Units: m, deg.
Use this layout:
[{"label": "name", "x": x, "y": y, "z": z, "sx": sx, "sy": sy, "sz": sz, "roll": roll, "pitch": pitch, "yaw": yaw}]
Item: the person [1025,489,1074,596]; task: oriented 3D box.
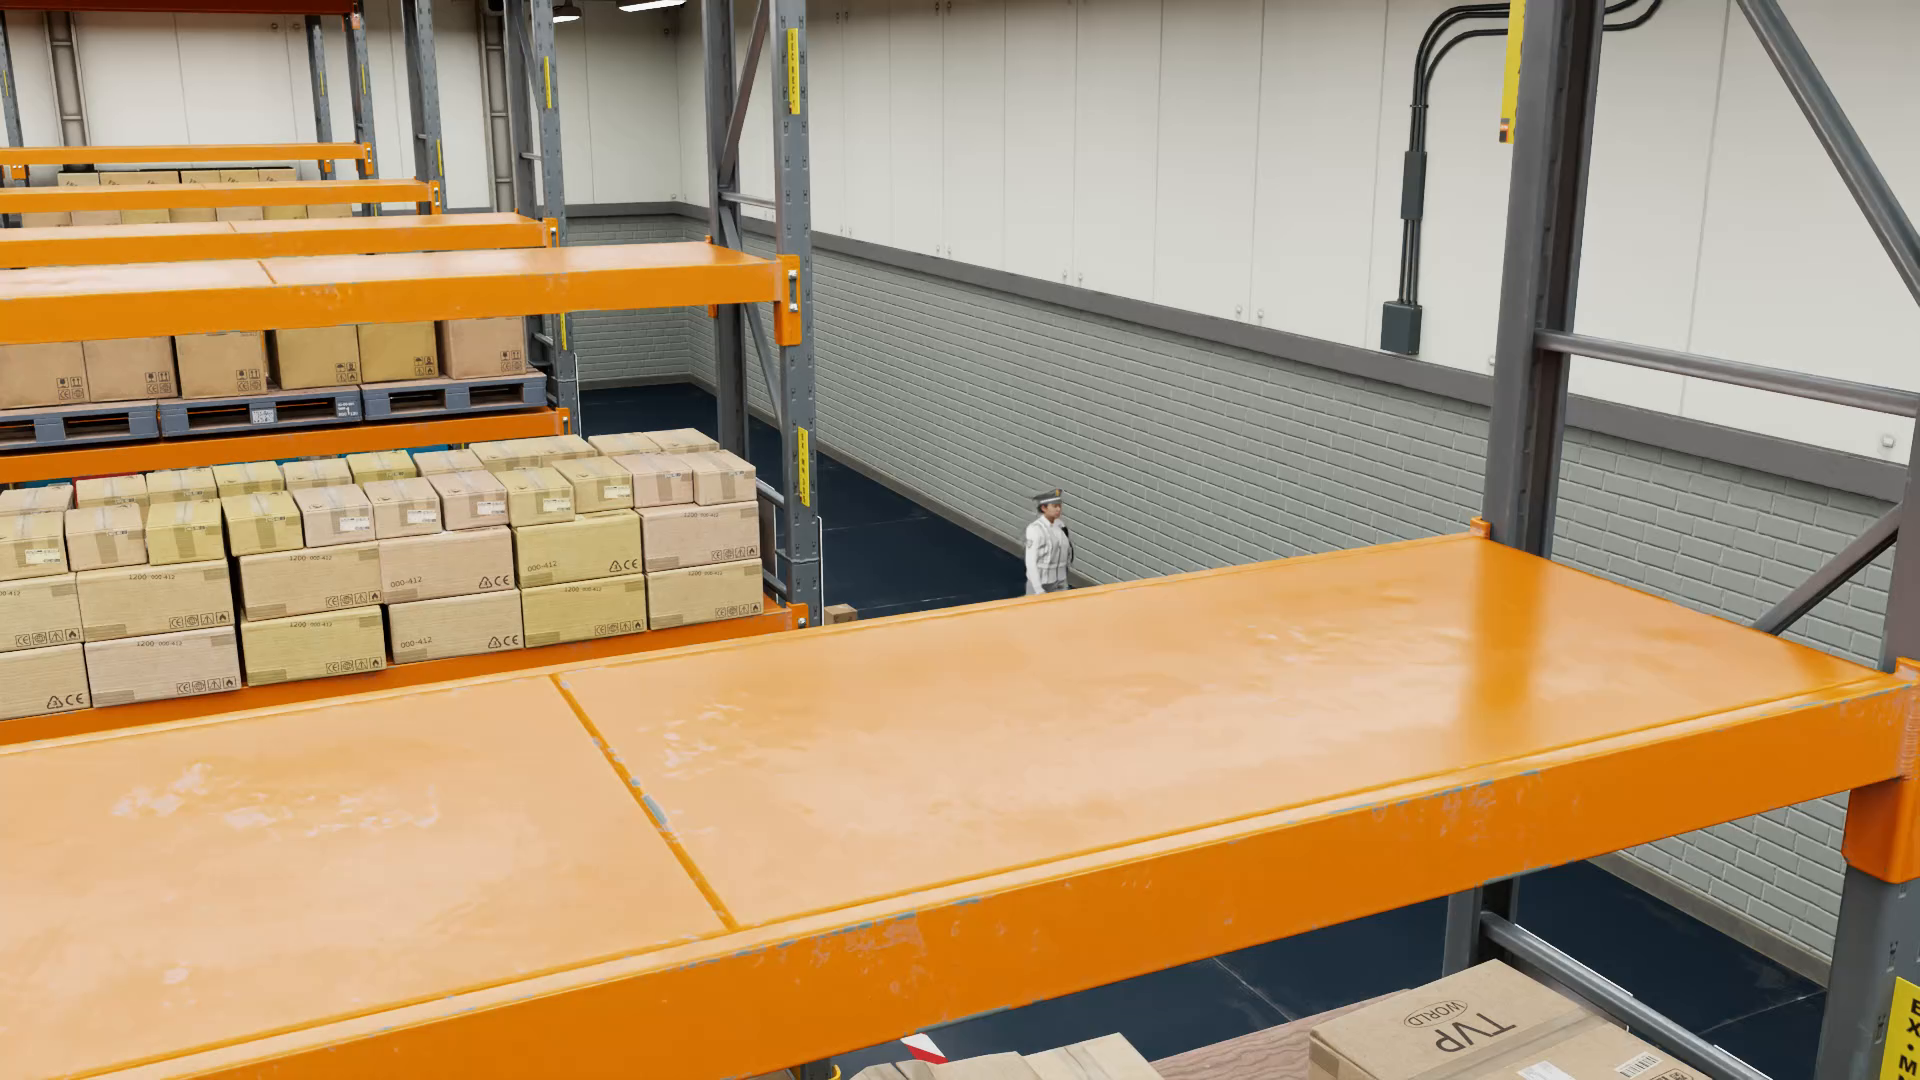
[{"label": "person", "x": 0.724, "y": 0.343, "z": 14.439, "sx": 0.503, "sy": 1.647, "sz": 0.956, "roll": -13, "pitch": 20, "yaw": -38}]
